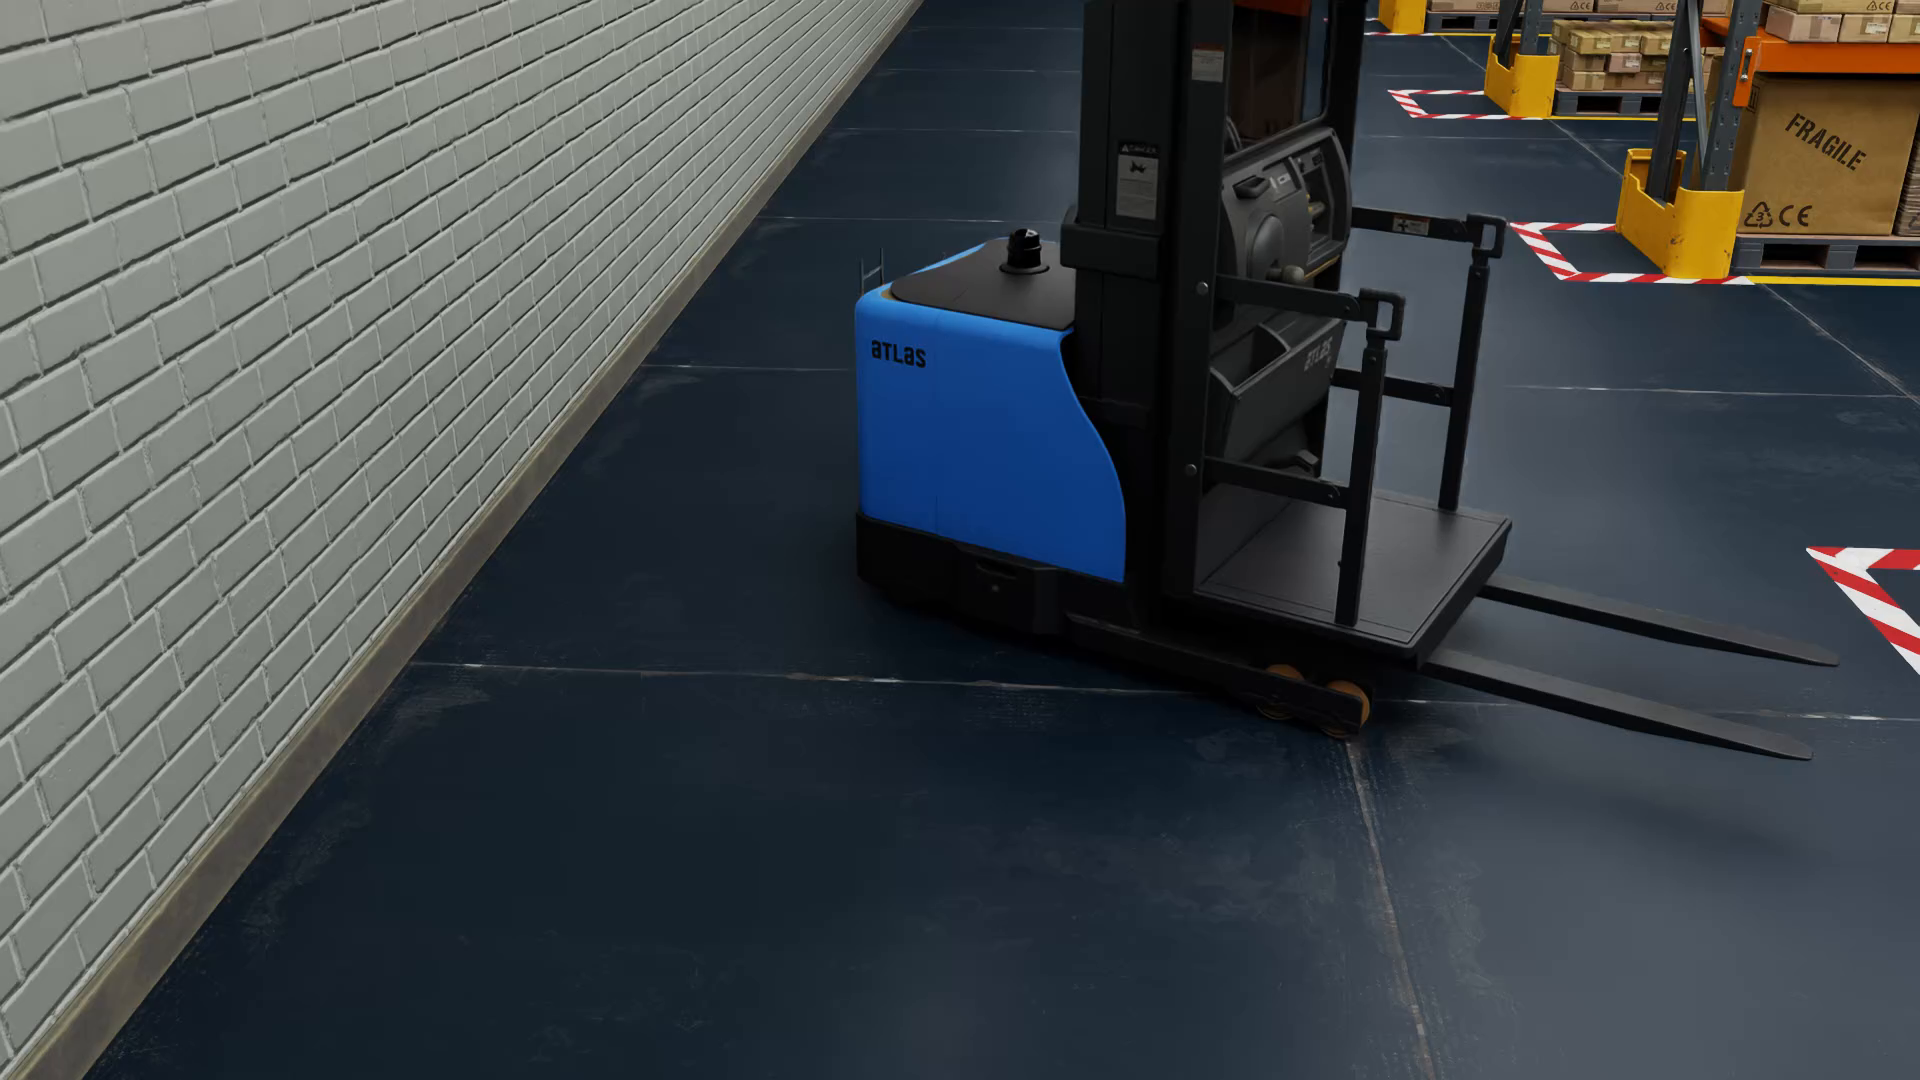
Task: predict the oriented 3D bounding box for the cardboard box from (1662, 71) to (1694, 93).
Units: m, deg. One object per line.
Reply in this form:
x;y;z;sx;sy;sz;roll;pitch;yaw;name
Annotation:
6.028;-3.869;13.977;0.250;0.149;0.380;2;25;5;cardboard box

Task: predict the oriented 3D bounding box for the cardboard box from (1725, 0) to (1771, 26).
4.668;-3.104;9.708;0.250;0.149;0.380;2;25;5;cardboard box

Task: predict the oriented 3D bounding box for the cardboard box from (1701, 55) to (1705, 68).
6.038;-4.007;13.922;0.250;0.149;0.380;3;25;6;cardboard box

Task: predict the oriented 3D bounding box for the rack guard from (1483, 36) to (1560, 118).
4.844;-4.018;14.385;0.348;0.500;1.175;2;25;4;rack guard

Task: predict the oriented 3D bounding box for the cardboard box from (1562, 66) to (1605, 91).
5.266;-3.902;14.050;0.250;0.149;0.380;2;25;5;cardboard box

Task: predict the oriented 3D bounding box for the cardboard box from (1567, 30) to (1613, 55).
5.265;-4.164;13.907;0.250;0.149;0.380;1;25;2;cardboard box

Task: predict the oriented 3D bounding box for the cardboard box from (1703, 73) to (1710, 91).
6.290;-3.900;14.046;0.250;0.149;0.380;2;25;4;cardboard box

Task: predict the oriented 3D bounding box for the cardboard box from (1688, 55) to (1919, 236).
4.932;-2.331;9.767;0.875;0.875;0.875;2;25;4;cardboard box

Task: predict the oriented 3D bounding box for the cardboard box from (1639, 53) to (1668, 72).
5.791;-4.060;14.038;0.250;0.149;0.380;2;25;5;cardboard box

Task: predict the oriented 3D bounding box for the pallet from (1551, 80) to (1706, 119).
5.652;-3.847;14.357;1.213;0.211;1.003;2;25;4;pallet

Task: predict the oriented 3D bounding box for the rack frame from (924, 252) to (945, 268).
-0.090;-0.521;6.125;0.008;1.050;0.200;9;26;18;rack frame

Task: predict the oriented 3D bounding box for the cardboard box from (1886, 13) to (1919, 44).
5.128;-2.814;9.077;0.250;0.149;0.380;1;25;3;cardboard box

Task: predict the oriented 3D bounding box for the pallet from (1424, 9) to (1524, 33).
5.850;-5.963;18.957;1.213;0.211;1.003;2;25;4;pallet

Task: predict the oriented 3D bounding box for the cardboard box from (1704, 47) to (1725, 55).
6.320;-4.158;13.894;0.250;0.149;0.380;3;25;6;cardboard box

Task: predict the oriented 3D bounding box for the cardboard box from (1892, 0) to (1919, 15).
5.265;-3.018;9.043;0.500;0.250;0.500;2;25;3;cardboard box

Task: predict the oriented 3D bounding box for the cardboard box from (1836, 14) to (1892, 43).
4.873;-2.822;9.095;0.250;0.149;0.380;1;25;3;cardboard box

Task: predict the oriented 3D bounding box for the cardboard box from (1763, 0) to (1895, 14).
4.746;-3.032;9.073;0.500;0.250;0.500;1;25;3;cardboard box

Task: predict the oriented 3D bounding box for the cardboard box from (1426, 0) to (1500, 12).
5.712;-6.270;18.851;0.875;0.438;0.875;1;25;2;cardboard box

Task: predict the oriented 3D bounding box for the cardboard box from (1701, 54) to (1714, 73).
6.310;-4.038;13.989;0.250;0.149;0.380;1;25;1;cardboard box

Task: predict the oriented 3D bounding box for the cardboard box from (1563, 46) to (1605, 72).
5.271;-4.064;14.045;0.250;0.149;0.380;3;25;6;cardboard box

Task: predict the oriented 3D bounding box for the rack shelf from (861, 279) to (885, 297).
-0.205;-0.786;6.049;0.240;0.259;0.215;9;26;18;rack shelf

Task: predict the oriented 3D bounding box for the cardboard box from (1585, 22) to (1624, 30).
5.562;-4.379;14.375;0.250;0.149;0.380;2;25;5;cardboard box

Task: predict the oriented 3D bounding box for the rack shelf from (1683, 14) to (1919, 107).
6.282;-2.702;9.394;4.000;0.370;1.077;2;25;4;rack shelf

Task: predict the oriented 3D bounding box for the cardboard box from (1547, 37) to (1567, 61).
5.317;-4.289;14.536;0.250;0.149;0.380;1;25;3;cardboard box

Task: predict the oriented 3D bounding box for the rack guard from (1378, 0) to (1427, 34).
5.023;-6.088;18.883;0.348;0.500;1.175;2;25;4;rack guard

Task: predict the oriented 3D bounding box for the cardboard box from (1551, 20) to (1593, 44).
5.316;-4.411;14.444;0.250;0.149;0.380;2;25;5;cardboard box

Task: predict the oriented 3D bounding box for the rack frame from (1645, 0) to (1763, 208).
4.288;-3.092;9.382;0.127;3.000;1.000;2;25;4;rack frame

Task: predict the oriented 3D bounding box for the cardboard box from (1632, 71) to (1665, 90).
5.782;-3.923;14.095;0.250;0.149;0.380;2;25;5;cardboard box

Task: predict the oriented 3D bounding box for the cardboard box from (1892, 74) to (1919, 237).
5.840;-2.302;9.703;0.875;0.875;0.875;2;25;4;cardboard box

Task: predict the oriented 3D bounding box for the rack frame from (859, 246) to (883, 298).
-0.319;-0.555;6.201;0.008;1.050;0.200;9;26;18;rack frame

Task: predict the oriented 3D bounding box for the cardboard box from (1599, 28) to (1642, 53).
5.549;-4.205;13.997;0.250;0.149;0.380;2;25;5;cardboard box

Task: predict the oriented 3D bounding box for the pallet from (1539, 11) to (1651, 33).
7.063;-5.923;18.869;1.213;0.211;1.003;2;25;4;pallet

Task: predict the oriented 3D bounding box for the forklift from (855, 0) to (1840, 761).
1.163;-0.995;4.905;3.031;2.935;1.130;15;28;29;forklift

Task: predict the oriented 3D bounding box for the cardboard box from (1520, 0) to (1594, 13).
6.626;-6.244;18.795;0.875;0.438;0.875;2;25;5;cardboard box

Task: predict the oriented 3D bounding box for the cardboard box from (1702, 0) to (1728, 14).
8.417;-6.186;18.669;0.875;0.438;0.875;1;25;3;cardboard box

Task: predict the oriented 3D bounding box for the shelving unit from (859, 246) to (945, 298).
-0.205;-0.538;6.163;0.252;1.050;0.215;9;26;18;shelving unit

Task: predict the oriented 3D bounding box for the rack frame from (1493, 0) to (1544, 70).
4.768;-5.156;13.868;0.127;3.000;1.000;2;25;4;rack frame

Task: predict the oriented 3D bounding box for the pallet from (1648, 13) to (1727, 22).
8.283;-5.885;18.787;1.213;0.211;1.003;2;25;4;pallet

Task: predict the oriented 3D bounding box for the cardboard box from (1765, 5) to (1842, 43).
4.617;-2.829;9.111;0.250;0.149;0.380;2;25;5;cardboard box

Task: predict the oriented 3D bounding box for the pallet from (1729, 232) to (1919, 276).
5.091;-1.833;9.980;1.213;0.211;1.003;2;25;4;pallet

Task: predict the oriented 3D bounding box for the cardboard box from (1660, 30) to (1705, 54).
6.044;-4.170;13.921;0.250;0.149;0.380;1;25;1;cardboard box

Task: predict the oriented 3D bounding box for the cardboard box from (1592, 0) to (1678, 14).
7.524;-6.215;18.731;0.875;0.438;0.875;1;25;2;cardboard box

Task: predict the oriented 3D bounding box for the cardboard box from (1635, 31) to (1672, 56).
5.790;-4.144;13.864;0.250;0.149;0.380;2;25;4;cardboard box

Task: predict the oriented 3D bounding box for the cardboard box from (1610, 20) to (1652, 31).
5.830;-4.424;14.472;0.250;0.149;0.380;1;25;3;cardboard box

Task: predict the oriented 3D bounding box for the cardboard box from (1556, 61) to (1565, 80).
5.309;-4.122;14.528;0.250;0.149;0.380;2;25;5;cardboard box

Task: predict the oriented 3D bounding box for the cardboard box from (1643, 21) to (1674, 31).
6.083;-4.389;14.396;0.250;0.149;0.380;1;25;2;cardboard box

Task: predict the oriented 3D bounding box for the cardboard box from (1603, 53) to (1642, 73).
5.540;-4.031;13.975;0.250;0.149;0.380;2;25;4;cardboard box

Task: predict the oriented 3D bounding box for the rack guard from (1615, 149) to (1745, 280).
4.264;-1.958;9.906;0.348;0.500;1.175;2;25;4;rack guard

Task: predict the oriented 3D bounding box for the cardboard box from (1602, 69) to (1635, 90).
5.534;-3.928;14.106;0.250;0.149;0.380;2;25;4;cardboard box
